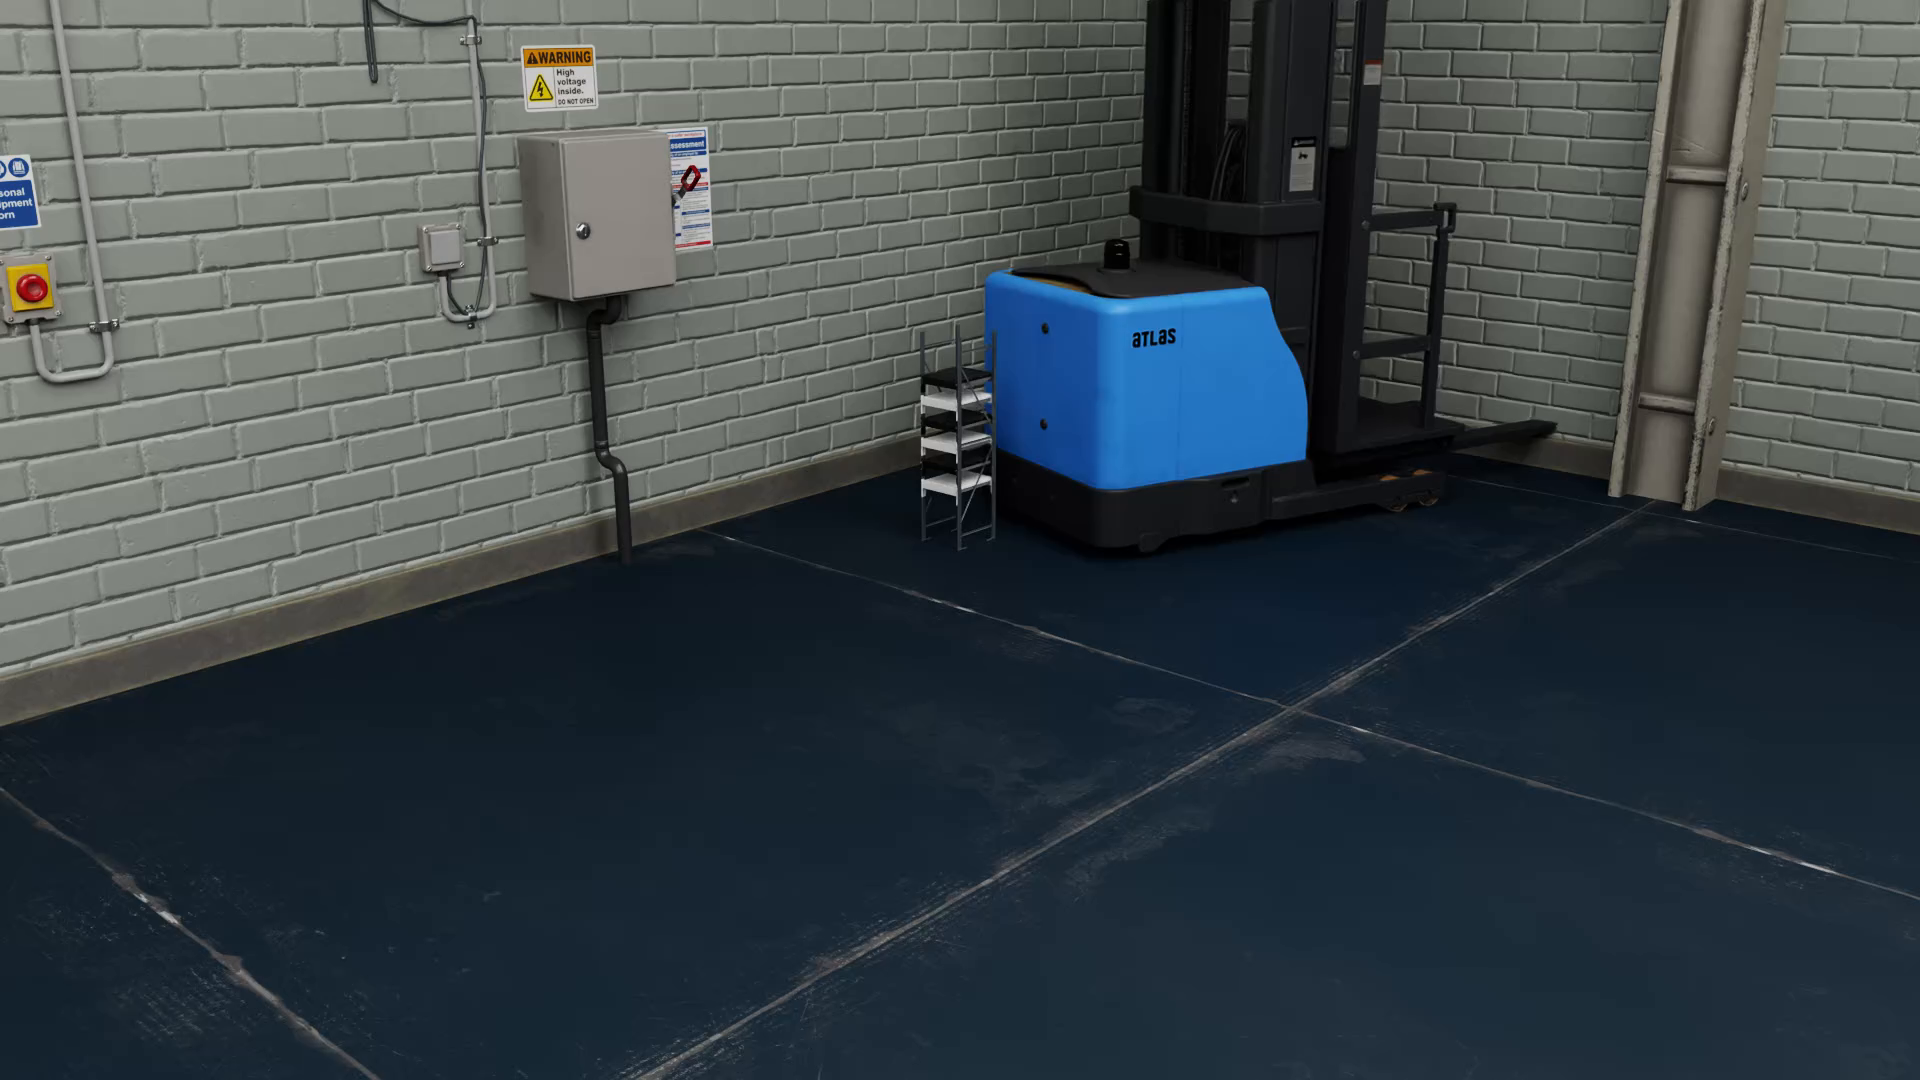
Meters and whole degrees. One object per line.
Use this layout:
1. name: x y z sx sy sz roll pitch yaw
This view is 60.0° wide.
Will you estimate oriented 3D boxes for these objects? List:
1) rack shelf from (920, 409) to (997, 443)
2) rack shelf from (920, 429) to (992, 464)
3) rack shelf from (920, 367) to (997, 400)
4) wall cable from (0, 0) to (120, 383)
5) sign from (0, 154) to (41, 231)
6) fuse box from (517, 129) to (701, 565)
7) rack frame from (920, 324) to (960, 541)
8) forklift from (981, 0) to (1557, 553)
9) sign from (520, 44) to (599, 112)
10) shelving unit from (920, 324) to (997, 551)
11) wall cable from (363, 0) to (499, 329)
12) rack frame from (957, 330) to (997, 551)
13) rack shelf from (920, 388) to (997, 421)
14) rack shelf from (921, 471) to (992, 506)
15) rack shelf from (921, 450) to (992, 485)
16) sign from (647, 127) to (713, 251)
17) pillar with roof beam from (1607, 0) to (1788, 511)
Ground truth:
1. rack shelf: -0.006 -0.485 6.964 0.200 0.077 0.258 15 23 39
2. rack shelf: -0.006 -0.399 6.991 0.200 0.077 0.258 15 23 39
3. rack shelf: -0.006 -0.656 6.909 0.200 0.077 0.258 15 23 39
4. wall cable: -2.834 -1.391 4.804 0.123 1.953 0.585 15 23 39
5. sign: -2.912 -1.022 4.925 0.001 0.218 0.327 15 23 39
6. fuse box: -1.331 -0.723 6.562 0.414 1.711 0.539 15 23 39
7. rack frame: -0.082 -0.451 7.045 0.006 0.900 0.240 15 23 39
8. forklift: 1.629 -1.650 7.464 3.031 2.935 1.130 -10 20 -28
9. sign: -1.522 -1.760 6.334 0.001 0.242 0.339 15 23 39
10. shelving unit: -0.006 -0.431 6.981 0.210 0.900 0.258 15 23 39
11. wall cable: -1.901 -1.699 5.827 0.122 1.984 0.588 15 23 39
12. rack frame: 0.070 -0.410 6.916 0.006 0.900 0.240 15 23 39
13. rack shelf: -0.006 -0.570 6.936 0.200 0.077 0.258 15 23 39
14. rack shelf: -0.006 -0.227 7.045 0.200 0.077 0.258 15 23 39
15. rack shelf: -0.006 -0.313 7.018 0.200 0.077 0.258 15 23 39
16. sign: -1.158 -1.445 6.865 0.001 0.494 0.329 15 23 39
17. pillar with roof beam: 0.415 -3.519 3.324 0.400 9.000 9.100 15 23 39
